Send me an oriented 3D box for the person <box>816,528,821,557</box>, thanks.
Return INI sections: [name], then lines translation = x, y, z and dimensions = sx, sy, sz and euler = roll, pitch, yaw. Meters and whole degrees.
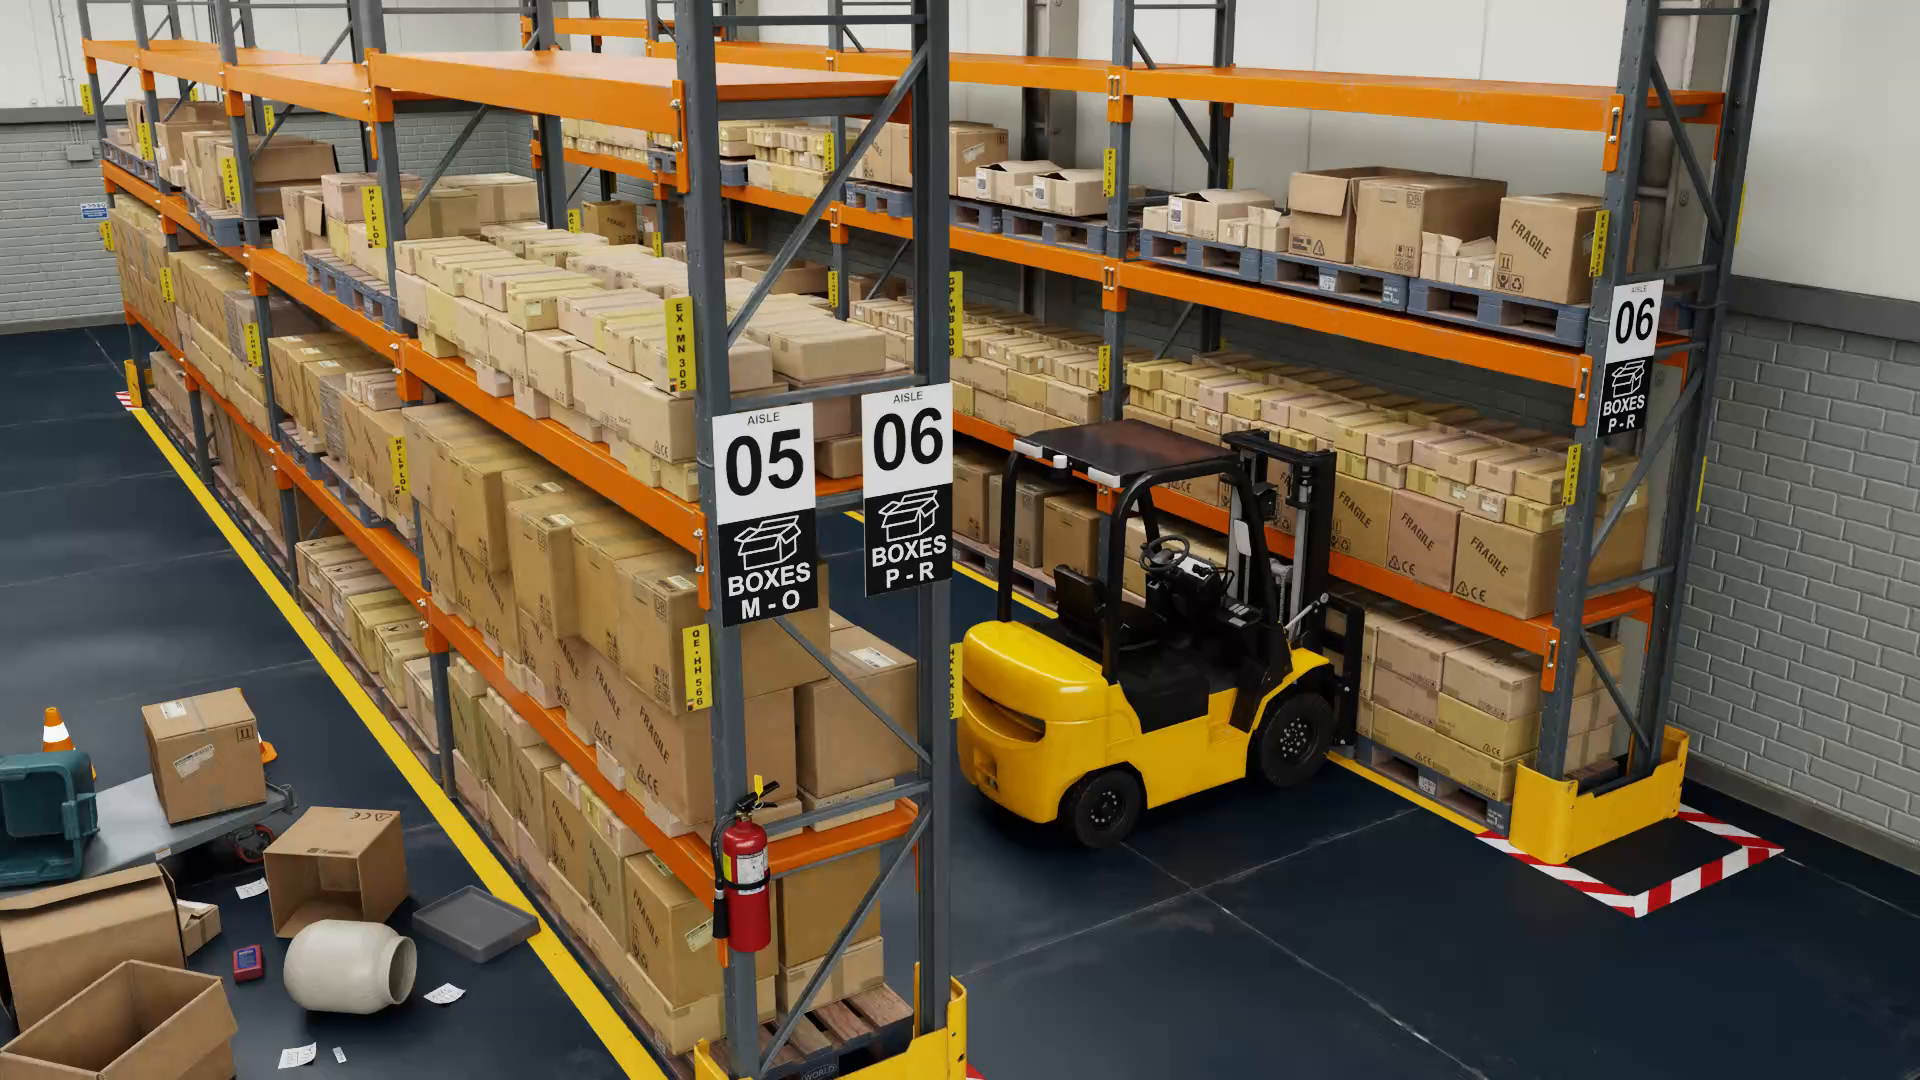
[person]
translation = -1.235, 0.000, 12.045
dimensions = 0.523, 1.653, 0.506
euler = -3, 18, -8
